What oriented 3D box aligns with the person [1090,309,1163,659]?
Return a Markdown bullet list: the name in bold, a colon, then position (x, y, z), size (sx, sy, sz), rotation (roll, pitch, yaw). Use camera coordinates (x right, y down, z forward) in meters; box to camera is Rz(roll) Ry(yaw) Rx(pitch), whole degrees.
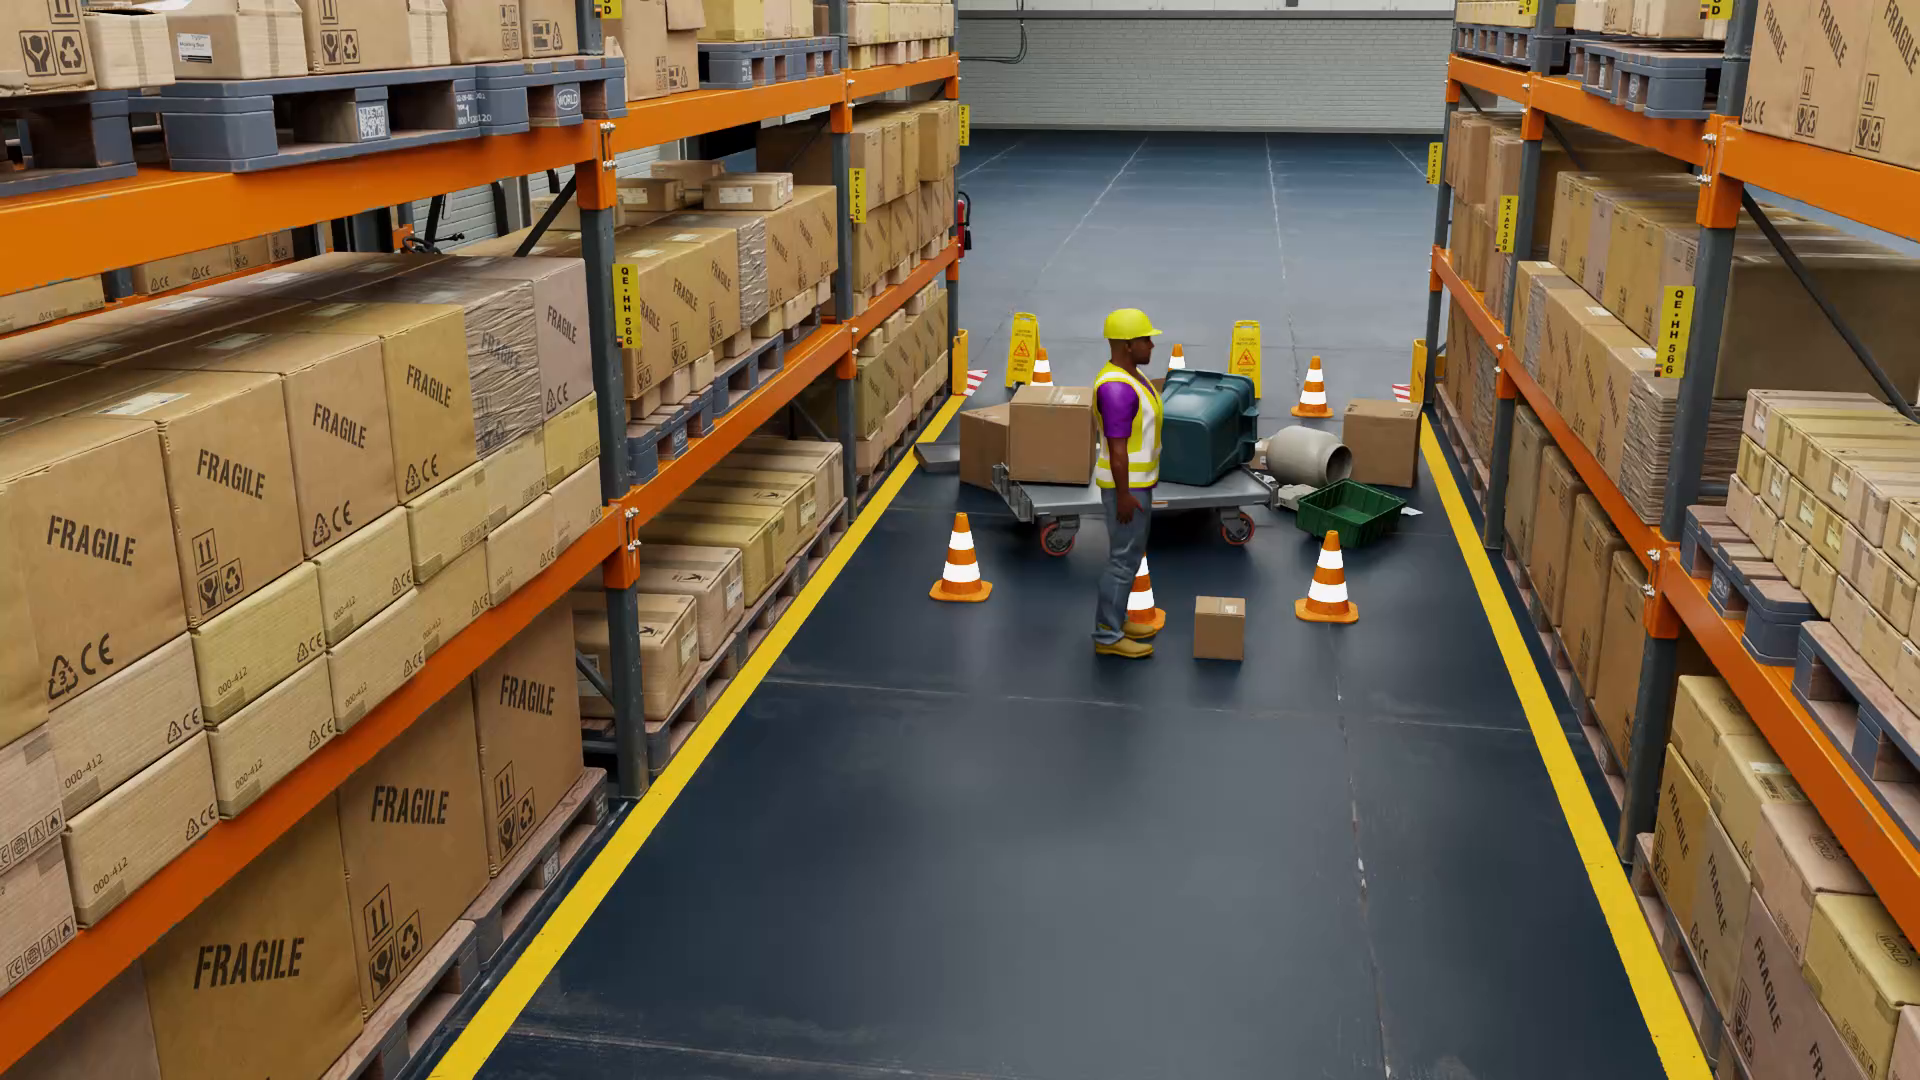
- **person**: position (0.848, -0.294, 8.437), size (0.354, 1.761, 0.562), rotation (3, 18, 10)
